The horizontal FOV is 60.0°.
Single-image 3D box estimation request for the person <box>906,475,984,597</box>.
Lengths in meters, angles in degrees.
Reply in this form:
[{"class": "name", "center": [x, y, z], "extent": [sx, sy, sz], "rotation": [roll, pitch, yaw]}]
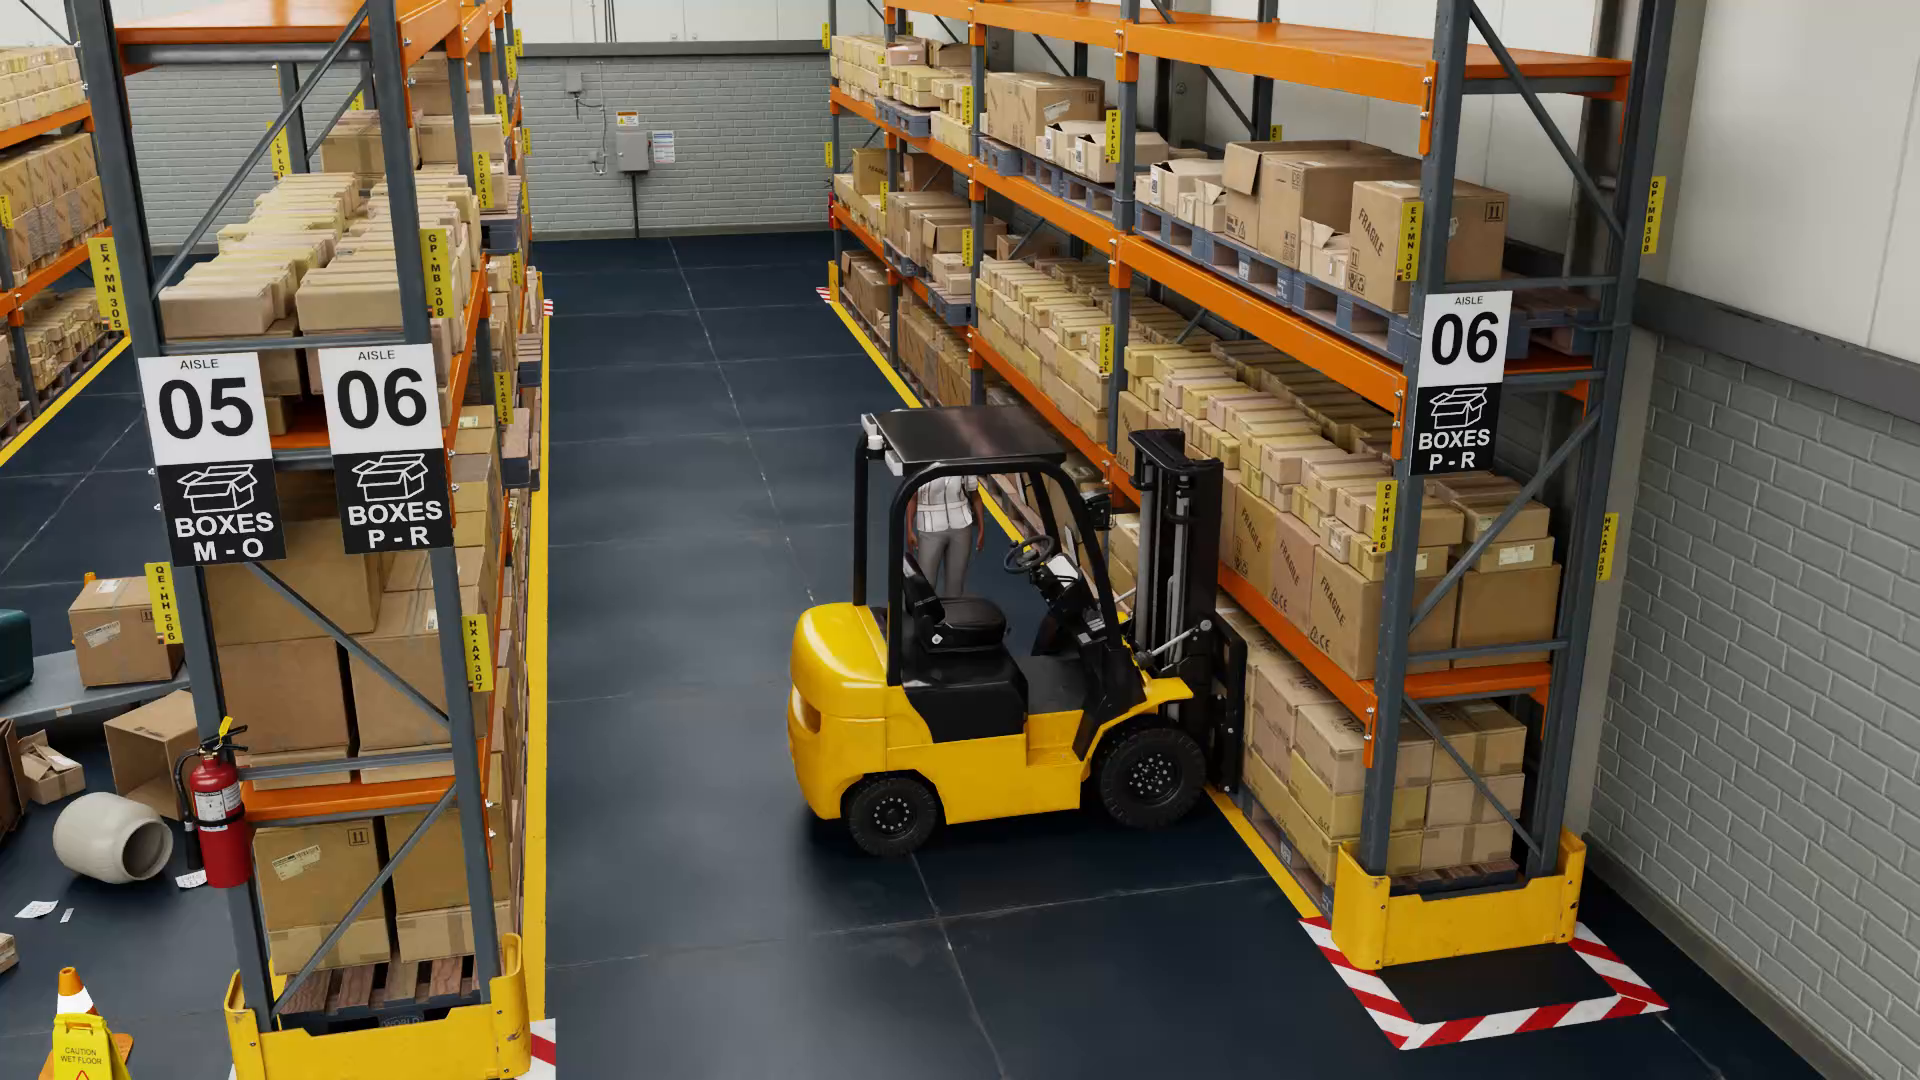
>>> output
[{"class": "person", "center": [-0.100, -0.035, 11.096], "extent": [0.569, 1.692, 0.529], "rotation": [-5, 20, -12]}]
